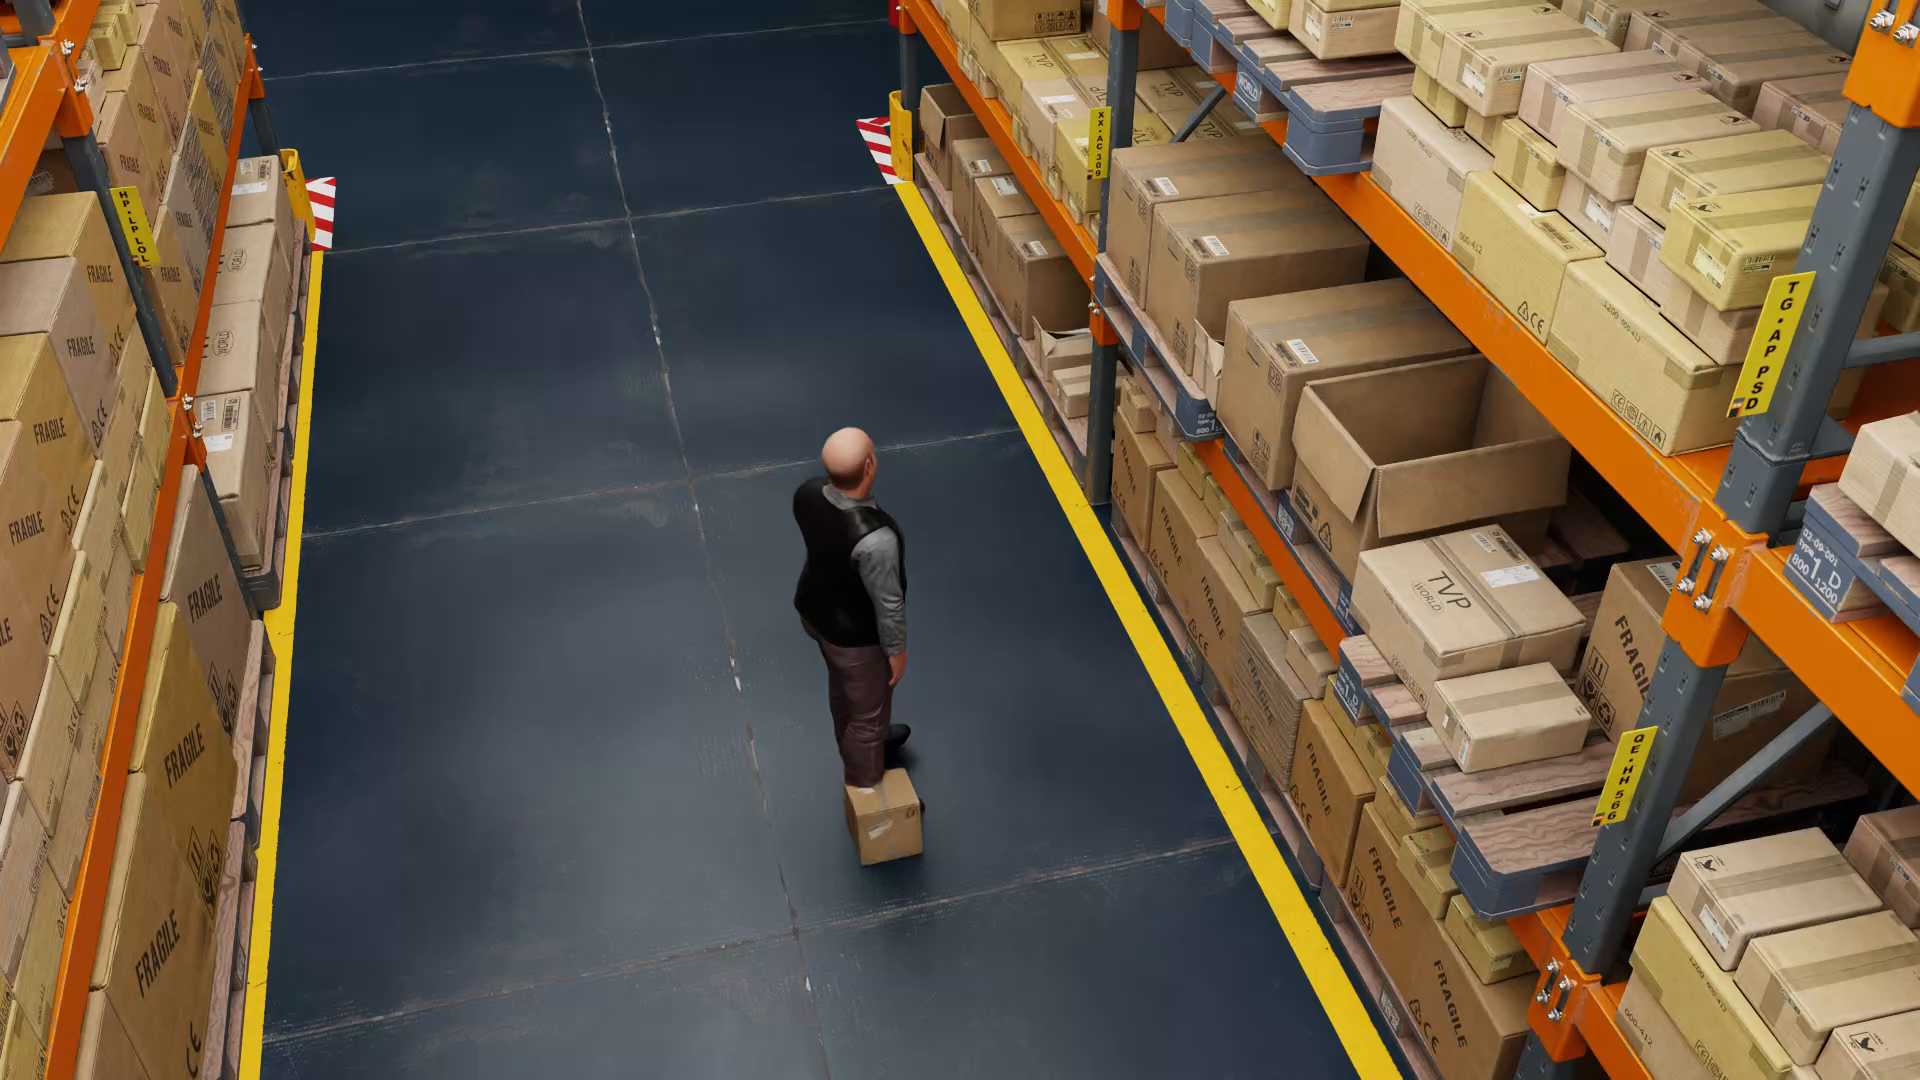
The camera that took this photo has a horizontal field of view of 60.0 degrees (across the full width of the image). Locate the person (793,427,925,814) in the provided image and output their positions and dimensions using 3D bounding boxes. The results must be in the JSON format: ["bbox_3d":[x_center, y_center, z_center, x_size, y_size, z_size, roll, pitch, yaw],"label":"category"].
[{"bbox_3d":[-0.343,0.302,6.305,0.483,1.732,0.564,-24,44,-28],"label":"person"}]
